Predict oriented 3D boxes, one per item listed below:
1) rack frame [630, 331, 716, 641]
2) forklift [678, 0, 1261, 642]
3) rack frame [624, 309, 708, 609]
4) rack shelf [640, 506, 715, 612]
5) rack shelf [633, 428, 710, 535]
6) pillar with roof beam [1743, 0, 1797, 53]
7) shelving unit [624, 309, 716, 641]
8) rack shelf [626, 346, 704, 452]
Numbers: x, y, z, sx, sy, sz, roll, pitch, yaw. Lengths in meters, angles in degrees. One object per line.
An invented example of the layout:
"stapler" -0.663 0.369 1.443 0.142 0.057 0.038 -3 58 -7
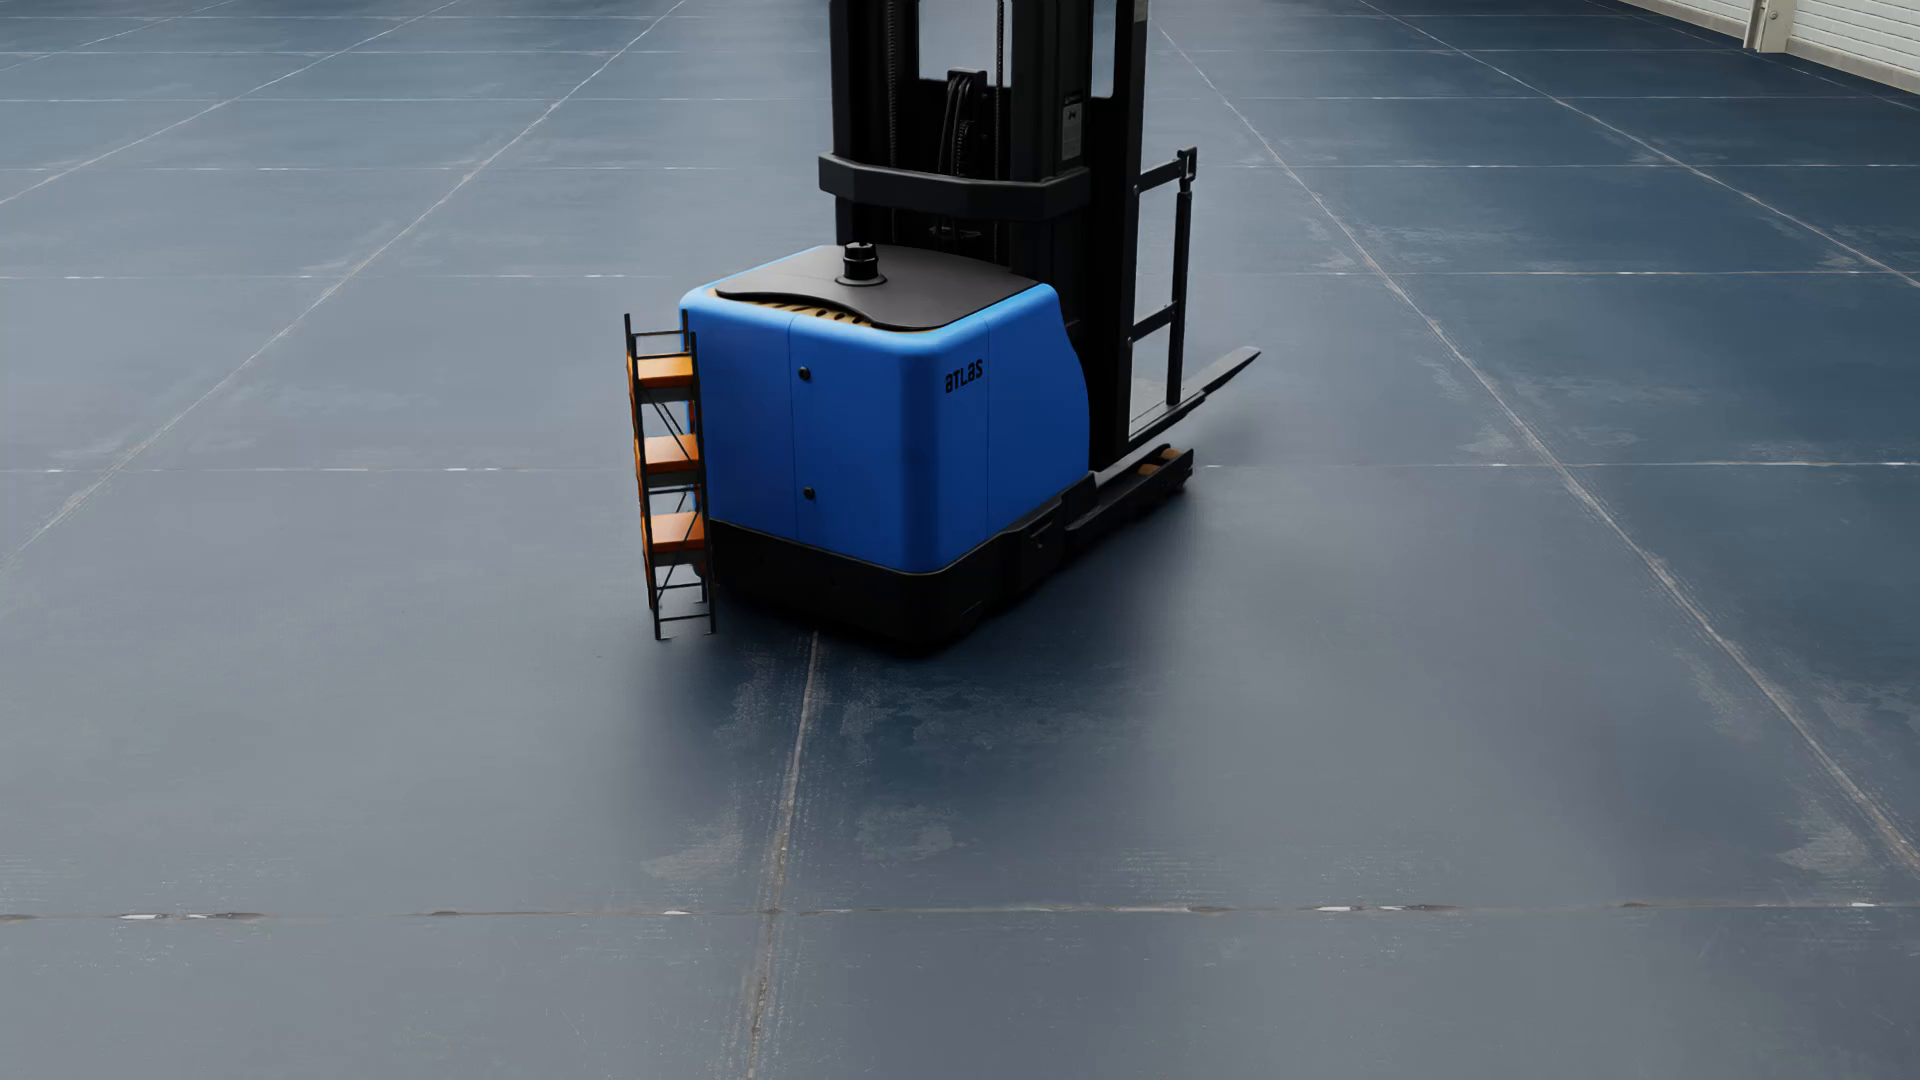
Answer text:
"rack frame" -0.912 -0.155 5.318 0.200 1.050 0.008 -6 25 -13
"forklift" 0.283 -1.565 6.153 1.130 2.935 3.031 15 28 30
"rack frame" -0.973 -0.252 5.533 0.200 1.050 0.008 -6 25 -13
"rack shelf" -0.942 0.059 5.544 0.215 0.259 0.240 -6 25 -13
"rack shelf" -0.942 -0.194 5.430 0.215 0.259 0.240 -6 25 -13
"pillar with roof beam" 4.380 -9.368 16.044 9.100 9.000 0.400 0 24 -1
"shelving unit" -0.942 -0.203 5.425 0.215 1.050 0.252 -6 25 -13
"rack shelf" -0.942 -0.452 5.313 0.215 0.259 0.240 -6 25 -13
